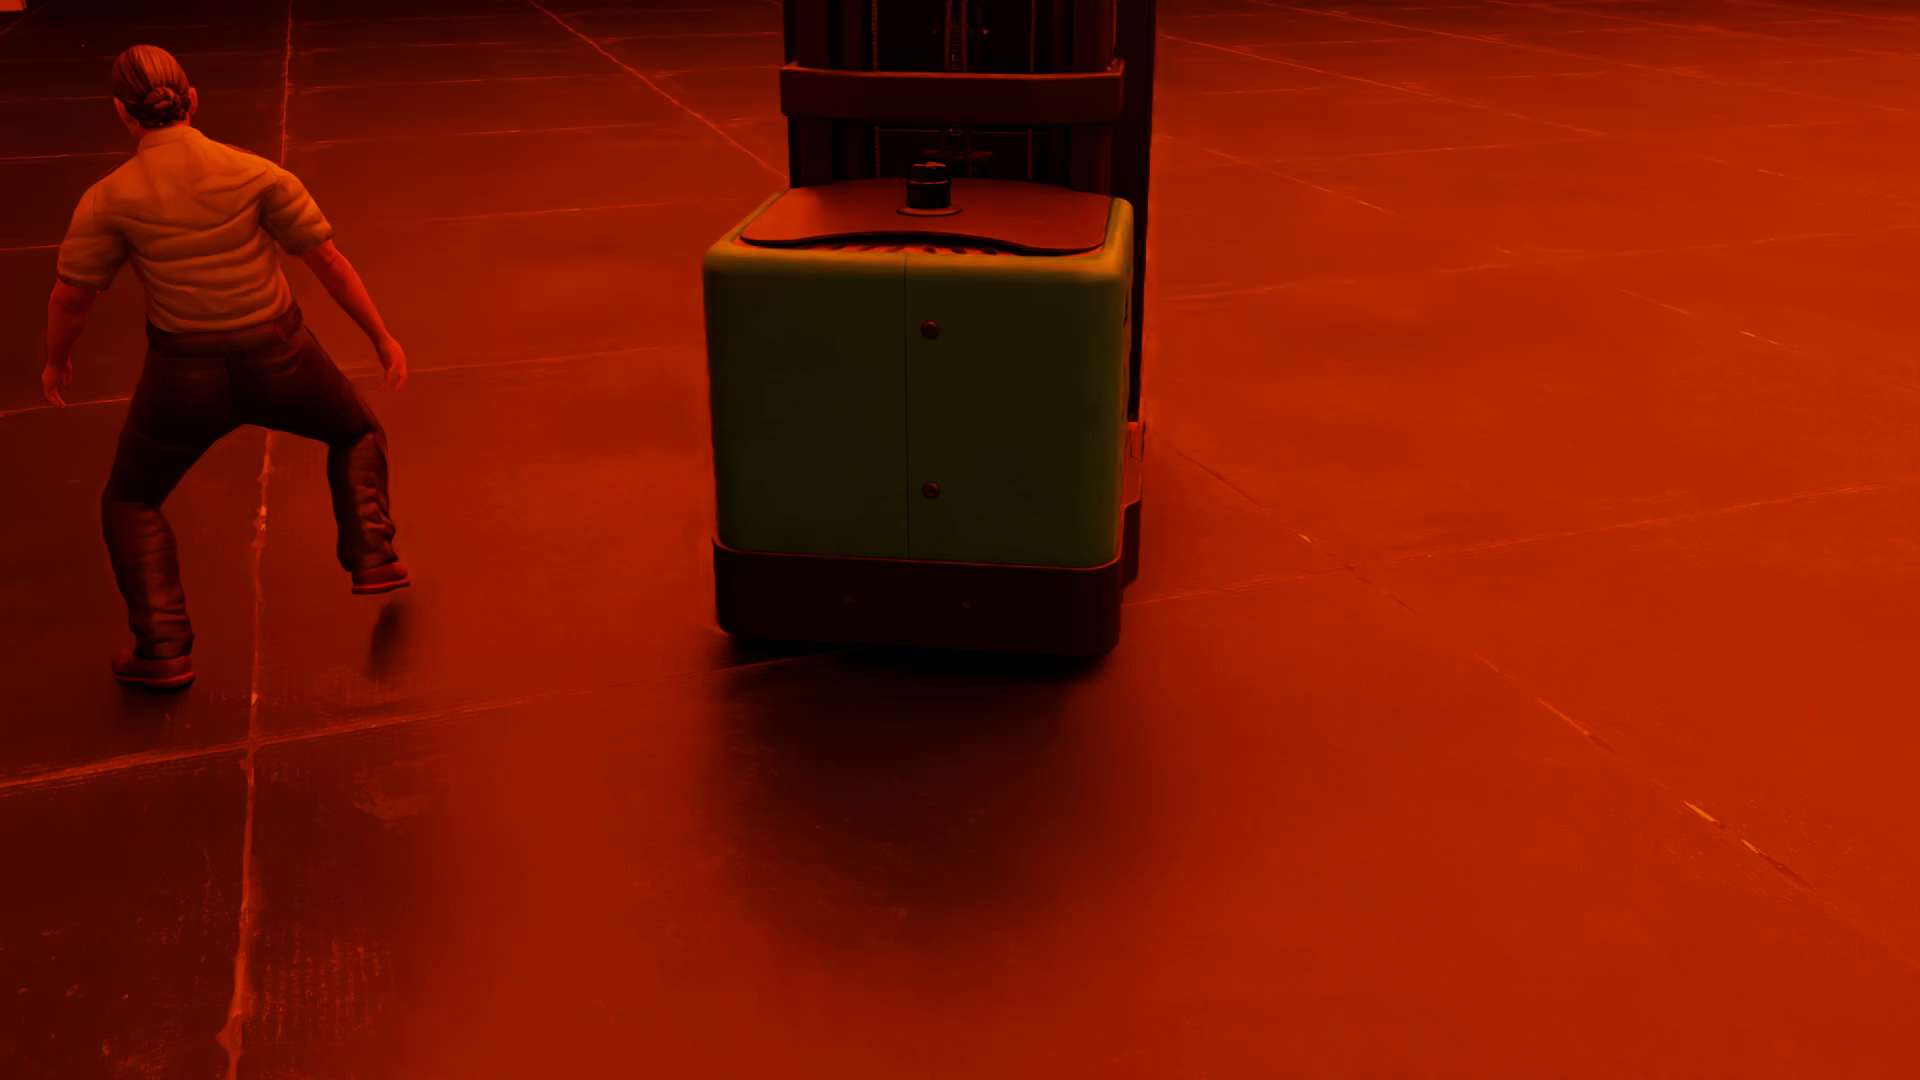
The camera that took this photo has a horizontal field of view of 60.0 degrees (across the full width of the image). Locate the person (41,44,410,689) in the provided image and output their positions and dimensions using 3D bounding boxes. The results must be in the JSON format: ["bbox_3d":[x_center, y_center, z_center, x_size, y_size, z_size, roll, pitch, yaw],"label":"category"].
[{"bbox_3d":[-1.850,-0.440,4.186,0.863,1.537,0.570,-8,24,-18],"label":"person"}]

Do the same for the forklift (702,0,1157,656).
[{"bbox_3d":[0.058,-1.594,5.089,1.130,2.935,3.031,3,23,7],"label":"forklift"}]
